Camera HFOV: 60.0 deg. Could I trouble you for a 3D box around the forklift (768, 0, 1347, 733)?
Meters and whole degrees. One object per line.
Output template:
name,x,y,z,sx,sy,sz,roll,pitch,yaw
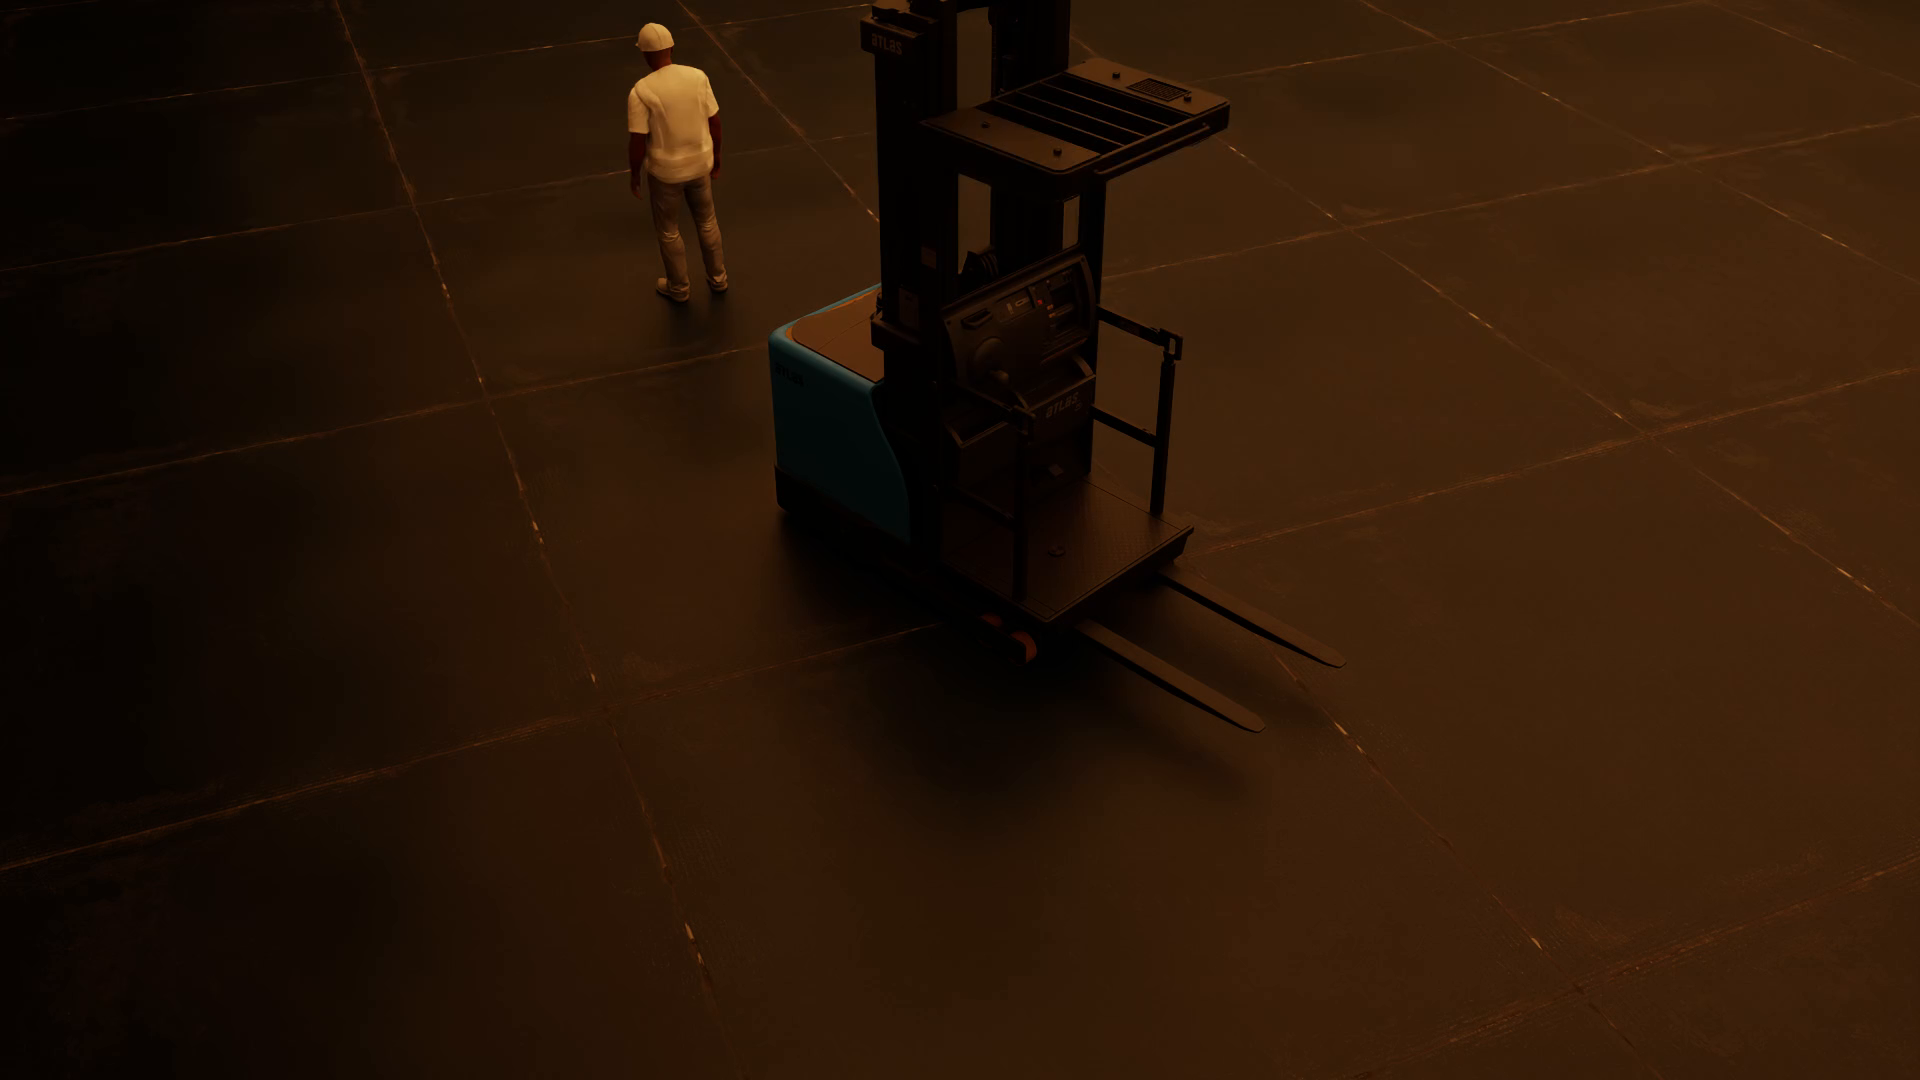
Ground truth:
forklift,0.432,-0.946,7.429,3.031,2.935,1.130,30,45,35

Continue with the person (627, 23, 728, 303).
person,-1.777,-2.350,10.417,0.635,1.760,0.456,-21,40,-27
